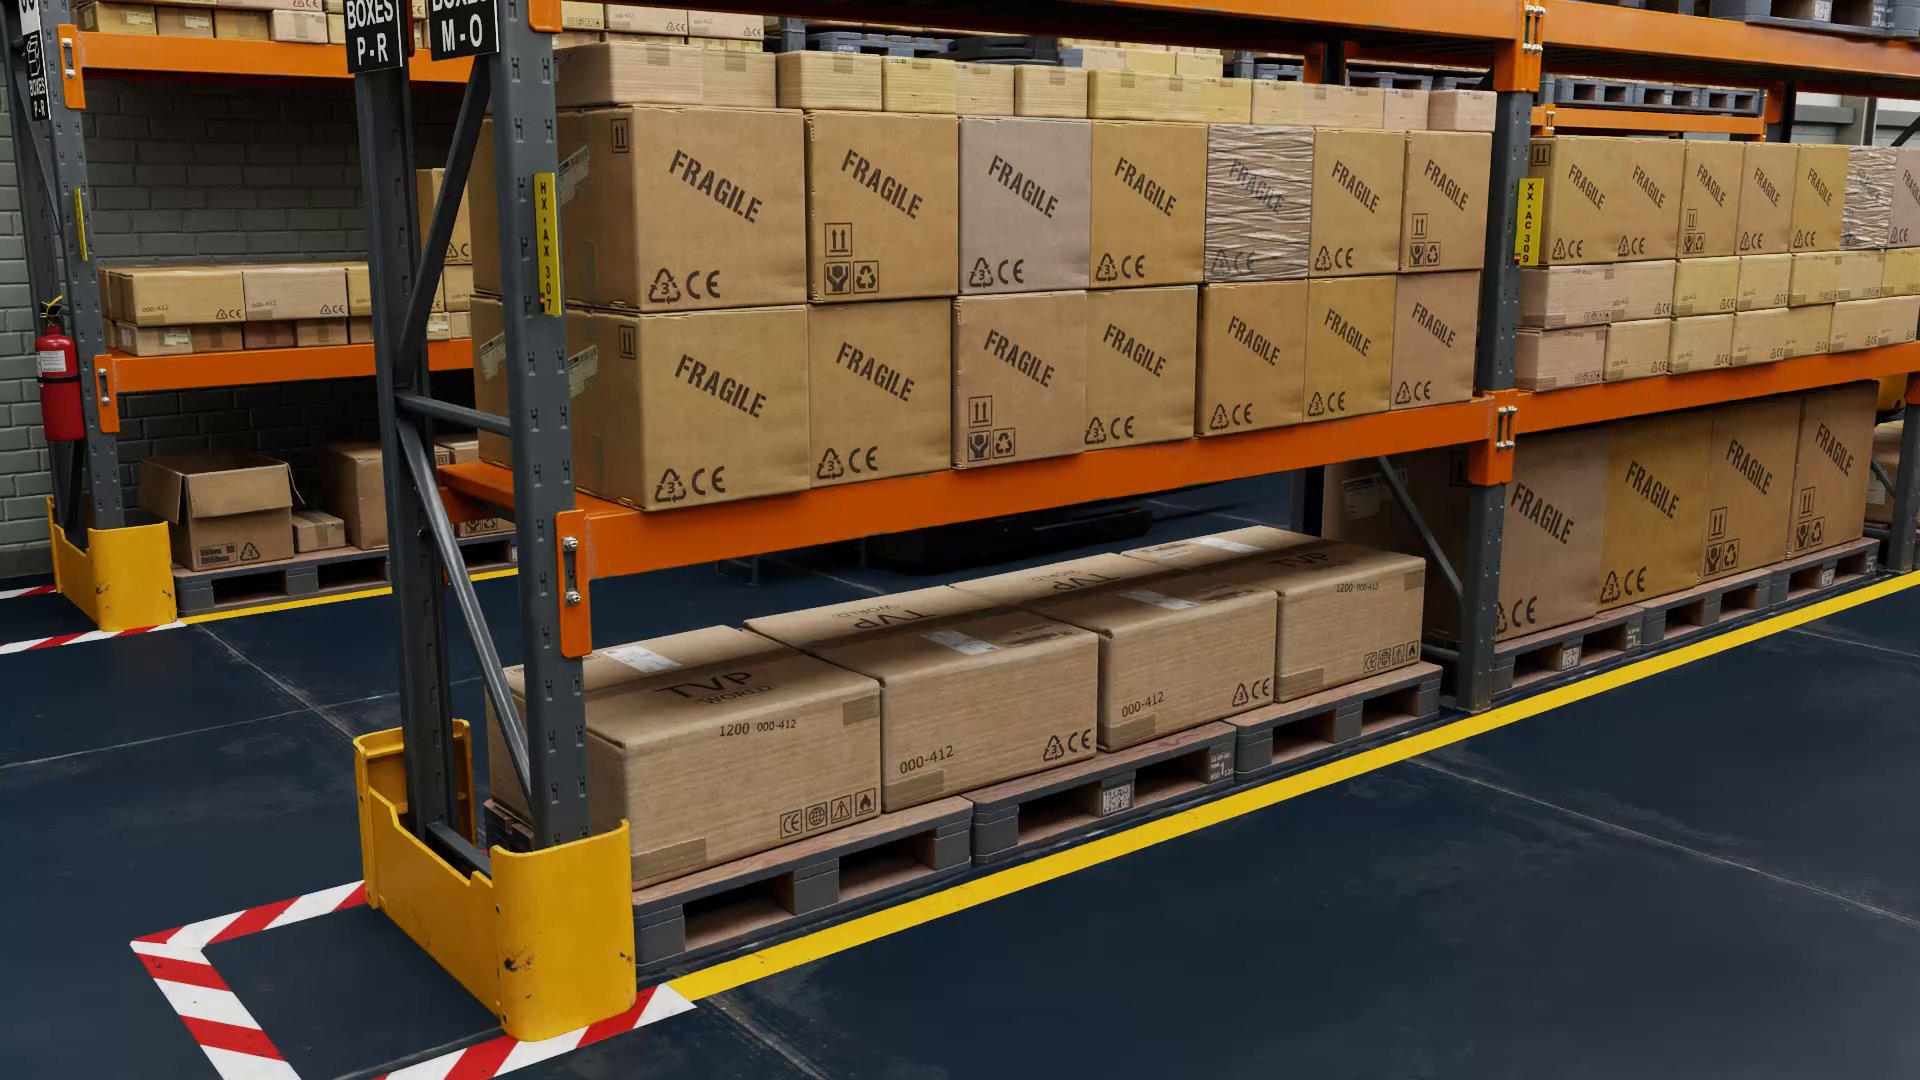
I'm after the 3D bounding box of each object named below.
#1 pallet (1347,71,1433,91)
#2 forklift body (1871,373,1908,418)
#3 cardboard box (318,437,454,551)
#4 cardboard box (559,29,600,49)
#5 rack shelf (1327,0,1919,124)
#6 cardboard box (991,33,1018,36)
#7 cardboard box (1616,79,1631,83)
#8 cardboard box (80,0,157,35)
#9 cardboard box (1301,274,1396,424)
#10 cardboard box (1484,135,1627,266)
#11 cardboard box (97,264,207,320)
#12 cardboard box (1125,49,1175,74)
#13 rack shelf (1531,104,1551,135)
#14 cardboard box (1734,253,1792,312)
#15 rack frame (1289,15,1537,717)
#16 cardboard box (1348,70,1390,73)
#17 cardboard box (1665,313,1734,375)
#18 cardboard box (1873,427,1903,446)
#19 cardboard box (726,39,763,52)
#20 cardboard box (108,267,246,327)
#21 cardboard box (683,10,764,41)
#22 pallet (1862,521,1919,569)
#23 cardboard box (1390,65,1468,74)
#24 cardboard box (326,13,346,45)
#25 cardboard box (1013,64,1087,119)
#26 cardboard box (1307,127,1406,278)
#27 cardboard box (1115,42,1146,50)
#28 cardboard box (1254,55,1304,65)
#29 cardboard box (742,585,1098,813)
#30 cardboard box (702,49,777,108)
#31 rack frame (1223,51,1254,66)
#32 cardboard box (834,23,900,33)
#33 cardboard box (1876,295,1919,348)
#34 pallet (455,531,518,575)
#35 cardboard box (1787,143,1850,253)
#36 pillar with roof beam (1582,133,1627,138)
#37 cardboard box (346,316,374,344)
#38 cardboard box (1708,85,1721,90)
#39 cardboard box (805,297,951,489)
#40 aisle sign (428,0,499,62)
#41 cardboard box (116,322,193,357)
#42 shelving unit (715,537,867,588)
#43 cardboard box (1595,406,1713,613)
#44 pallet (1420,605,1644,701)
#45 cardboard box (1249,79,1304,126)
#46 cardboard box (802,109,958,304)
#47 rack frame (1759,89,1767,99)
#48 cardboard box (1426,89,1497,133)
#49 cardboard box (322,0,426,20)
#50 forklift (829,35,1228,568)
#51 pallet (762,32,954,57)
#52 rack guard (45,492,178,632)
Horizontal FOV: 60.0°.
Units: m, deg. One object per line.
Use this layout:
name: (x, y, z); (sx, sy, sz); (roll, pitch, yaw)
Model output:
pallet: (3.183, -3.785, 13.964); (1.213, 0.211, 1.003); (-9, 15, -35)
forklift body: (7.744, -2.243, 15.512); (1.214, 2.155, 2.313); (-9, 15, -38)
cardboard box: (-3.181, -0.275, 9.209); (0.500, 0.500, 0.700); (-9, 15, -35)
cardboard box: (-2.212, -2.767, 9.320); (0.250, 0.149, 0.380); (-9, 15, -36)
rack shelf: (3.380, -2.213, 7.839); (4.000, 0.370, 1.077); (-9, 15, -38)
cardboard box: (0.196, -3.380, 10.957); (0.250, 0.149, 0.380); (-9, 15, -36)
cardboard box: (6.101, -4.388, 15.704); (0.250, 0.149, 0.380); (-9, 15, -36)
cardboard box: (-4.015, -2.472, 7.930); (0.250, 0.149, 0.380); (-9, 15, -36)
cardboard box: (1.217, -0.718, 6.046); (0.500, 0.500, 0.500); (-10, 16, -39)
cardboard box: (2.341, -1.387, 6.789); (0.500, 0.500, 0.500); (-9, 15, -37)
cardboard box: (-4.216, -1.298, 8.667); (0.500, 0.250, 0.500); (-9, 15, -36)
cardboard box: (1.197, -3.384, 11.985); (0.500, 0.250, 0.500); (-9, 15, -37)
rack shelf: (3.399, -3.537, 14.073); (4.000, 0.370, 1.077); (-9, 15, -38)
cardboard box: (3.532, -1.220, 7.810); (0.500, 0.250, 0.500); (-10, 16, -39)
rack frame: (1.818, -0.838, 6.854); (0.127, 3.000, 1.000); (-9, 15, -38)
cardboard box: (3.453, -4.058, 14.105); (0.250, 0.166, 0.380); (-9, 15, -38)
cardboard box: (3.140, -0.910, 7.555); (0.500, 0.250, 0.500); (-10, 15, -38)
cardboard box: (5.960, -0.446, 10.322); (0.625, 0.372, 0.950); (-10, 15, -39)
cardboard box: (-1.382, -2.892, 9.912); (0.250, 0.149, 0.380); (-10, 15, -38)
cardboard box: (-3.886, -1.211, 8.255); (0.500, 0.250, 0.500); (-9, 15, -37)
cardboard box: (-1.506, -3.079, 9.830); (0.500, 0.250, 0.500); (-9, 15, -37)
pallet: (5.553, -0.094, 10.064); (1.213, 0.211, 1.003); (-9, 15, -38)
cardboard box: (3.949, -4.126, 14.078); (0.500, 0.311, 0.500); (-10, 16, -40)
cardboard box: (-3.157, -2.591, 8.494); (0.250, 0.149, 0.380); (-9, 15, -38)
cardboard box: (0.167, -1.341, 5.015); (0.250, 0.149, 0.380); (-9, 15, -37)
cardboard box: (1.221, -1.206, 5.937); (0.500, 0.500, 0.500); (-10, 15, -38)
cardboard box: (1.109, -3.566, 11.880); (0.250, 0.149, 0.380); (-9, 15, -38)
cardboard box: (2.556, -3.987, 12.968); (0.500, 0.500, 0.500); (-9, 15, -37)
cardboard box: (-0.143, 0.507, 5.677); (0.875, 0.438, 0.875); (-9, 15, -36)
cardboard box: (-0.695, -1.221, 4.448); (0.250, 0.149, 0.380); (-9, 15, -36)
rack frame: (1.838, -5.096, 12.464); (0.127, 3.000, 1.000); (-9, 15, -38)
cardboard box: (-0.580, -3.244, 10.314); (0.250, 0.149, 0.380); (-9, 15, -37)
cardboard box: (4.709, -1.176, 8.806); (0.500, 0.250, 0.500); (-10, 16, -40)
pallet: (-2.776, -0.030, 9.764); (1.213, 0.211, 1.003); (-9, 15, -38)
cardboard box: (3.914, -1.654, 8.050); (0.500, 0.500, 0.500); (-9, 15, -38)
pillar with roof beam: (9.667, -5.492, 14.328); (0.400, 9.000, 9.100); (-9, 15, -38)
cardboard box: (-3.188, -1.137, 8.868); (0.250, 0.149, 0.380); (-9, 15, -37)
cardboard box: (7.429, -4.666, 16.731); (0.258, 0.266, 0.396); (-9, 15, -38)
cardboard box: (-0.374, -0.454, 4.804); (0.500, 0.500, 0.500); (-10, 15, -38)
aisle sign: (-1.180, -1.534, 3.874); (0.004, 0.787, 0.394); (-9, 15, -38)
cardboard box: (-3.981, -0.999, 8.216); (0.250, 0.149, 0.380); (-10, 15, -38)
shelving unit: (-0.941, -0.560, 9.155); (0.755, 1.500, 0.431); (-10, 16, -40)
cardboard box: (2.953, -0.216, 8.029); (0.875, 0.875, 0.875); (-9, 15, -36)
pallet: (2.374, 0.414, 7.673); (1.213, 0.211, 1.003); (-9, 15, -38)
cardboard box: (0.942, -1.480, 5.669); (0.250, 0.149, 0.380); (-10, 15, -38)
cardboard box: (-0.354, -0.941, 4.692); (0.500, 0.500, 0.500); (-10, 16, -39)
rack frame: (8.085, -6.134, 17.353); (0.127, 3.000, 1.000); (-9, 15, -38)
cardboard box: (1.776, -1.602, 6.241); (0.250, 0.149, 0.380); (-10, 15, -39)
cardboard box: (-3.100, -2.810, 8.564); (0.500, 0.250, 0.500); (-10, 16, -39)
forklift: (0.555, -1.507, 10.169); (3.031, 2.935, 1.130); (-10, 16, -40)
pallet: (-0.733, -3.091, 10.696); (1.003, 0.211, 1.213); (-9, 15, -38)
rack guard: (-4.350, 0.089, 8.505); (0.348, 0.500, 1.175); (-9, 15, -38)
